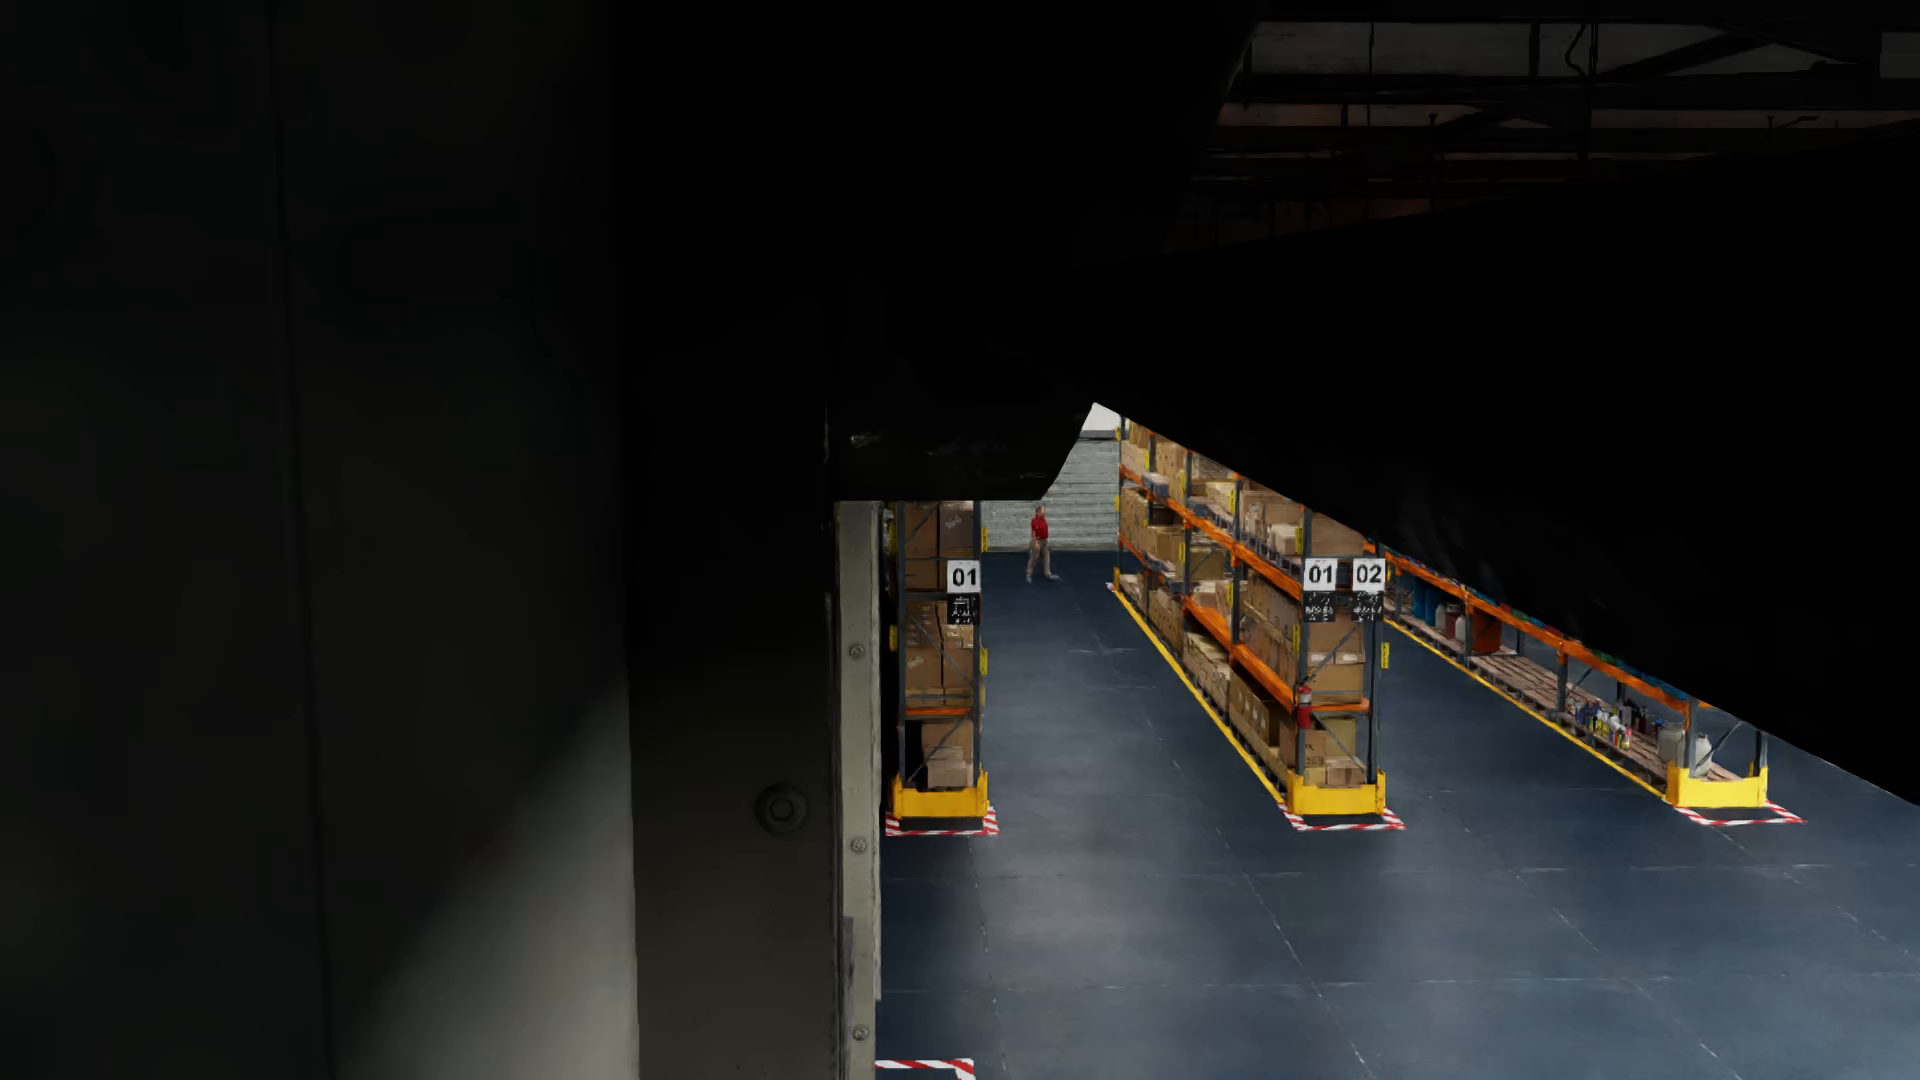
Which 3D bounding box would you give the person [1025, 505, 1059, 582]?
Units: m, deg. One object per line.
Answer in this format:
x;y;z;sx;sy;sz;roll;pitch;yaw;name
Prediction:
1.822;0.063;37.593;0.584;1.716;0.769;5;10;33;person

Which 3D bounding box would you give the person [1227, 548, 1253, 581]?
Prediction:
5.961;0.470;35.066;0.677;1.674;0.534;-1;8;-5;person

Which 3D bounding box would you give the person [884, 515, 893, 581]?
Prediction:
-1.385;0.031;37.583;0.542;1.778;0.710;6;10;35;person
